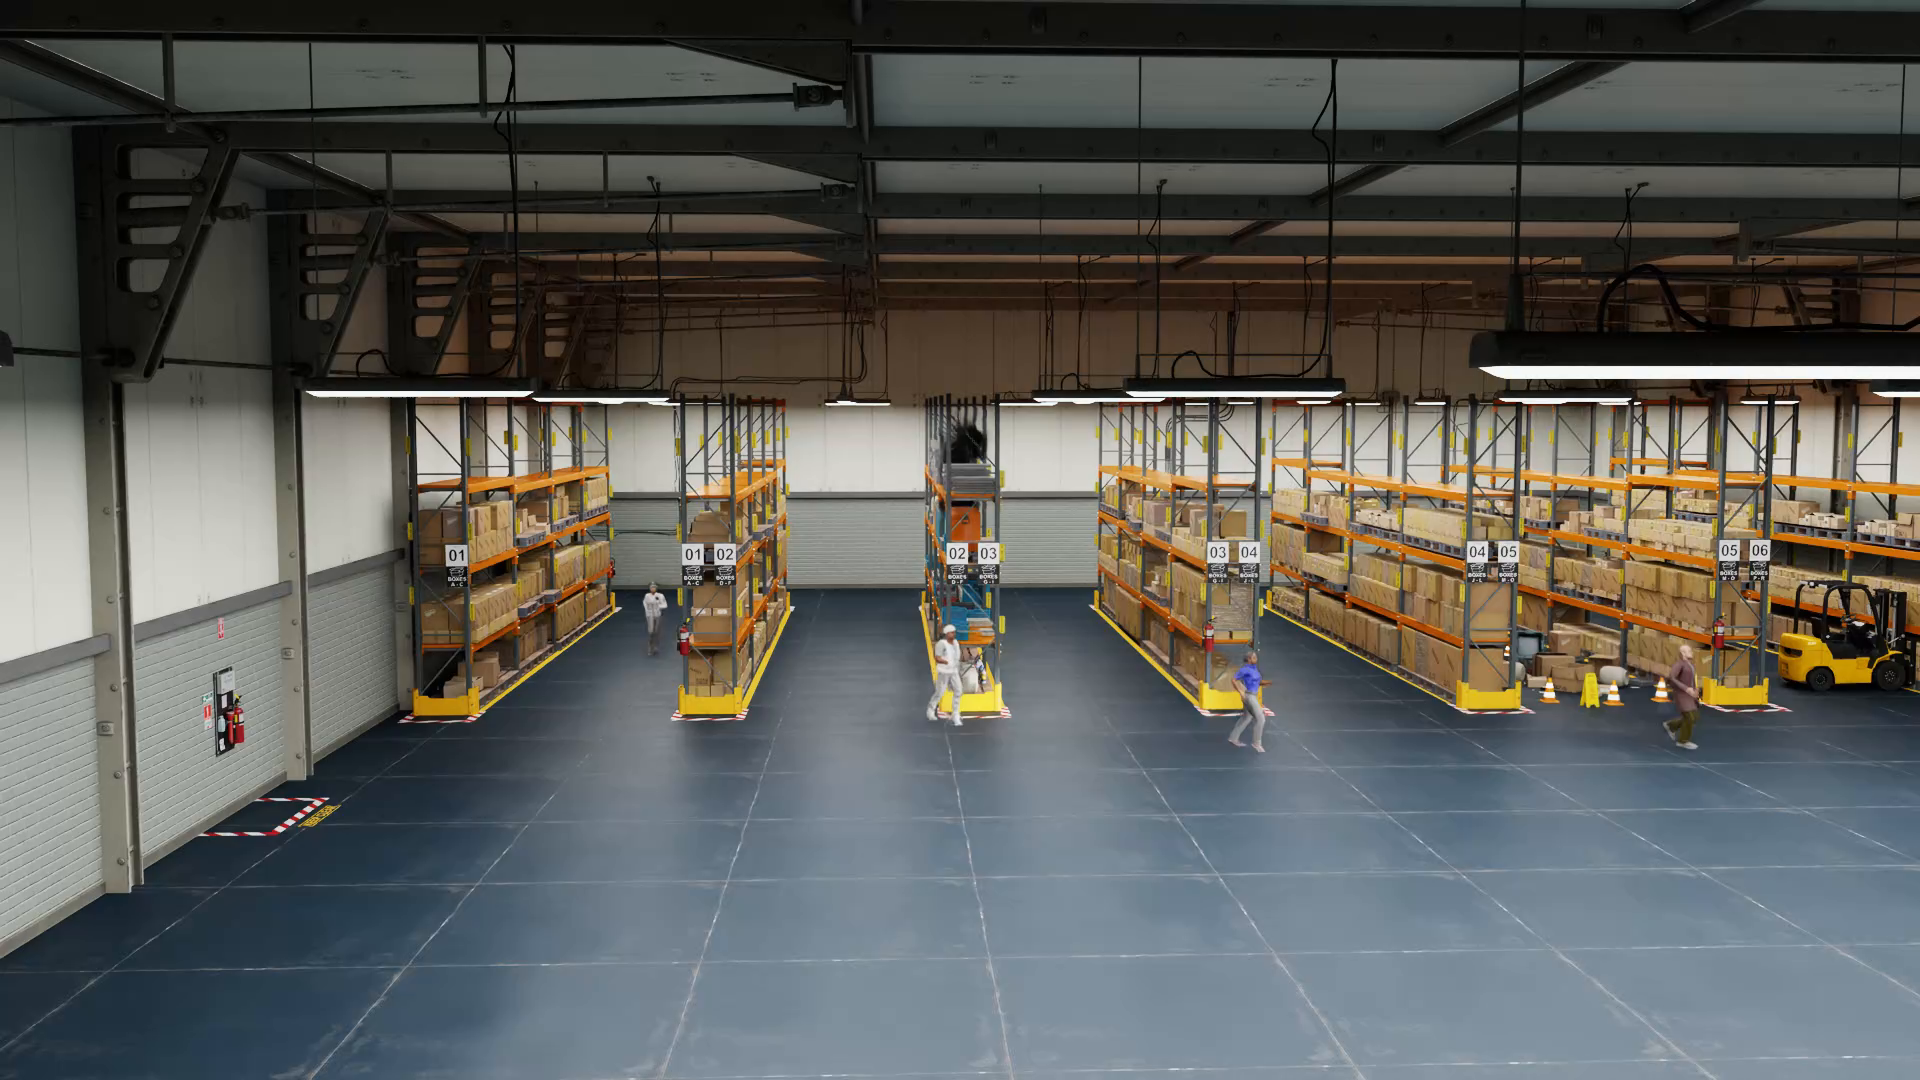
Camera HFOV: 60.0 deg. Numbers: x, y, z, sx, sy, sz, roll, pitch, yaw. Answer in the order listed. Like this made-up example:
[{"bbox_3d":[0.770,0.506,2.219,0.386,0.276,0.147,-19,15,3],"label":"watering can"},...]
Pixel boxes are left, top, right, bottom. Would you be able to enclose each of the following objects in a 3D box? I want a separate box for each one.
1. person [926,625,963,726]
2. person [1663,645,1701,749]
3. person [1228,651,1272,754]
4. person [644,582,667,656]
[{"bbox_3d":[-0.216,2.452,30.212,0.753,1.849,0.718,4,6,44],"label":"person"},{"bbox_3d":[12.184,2.636,28.107,0.720,1.745,0.627,-4,6,-44],"label":"person"},{"bbox_3d":[4.846,2.707,27.771,0.751,1.721,0.549,2,5,23],"label":"person"},{"bbox_3d":[-7.104,1.835,38.761,0.579,1.760,0.738,0,5,-4],"label":"person"}]
